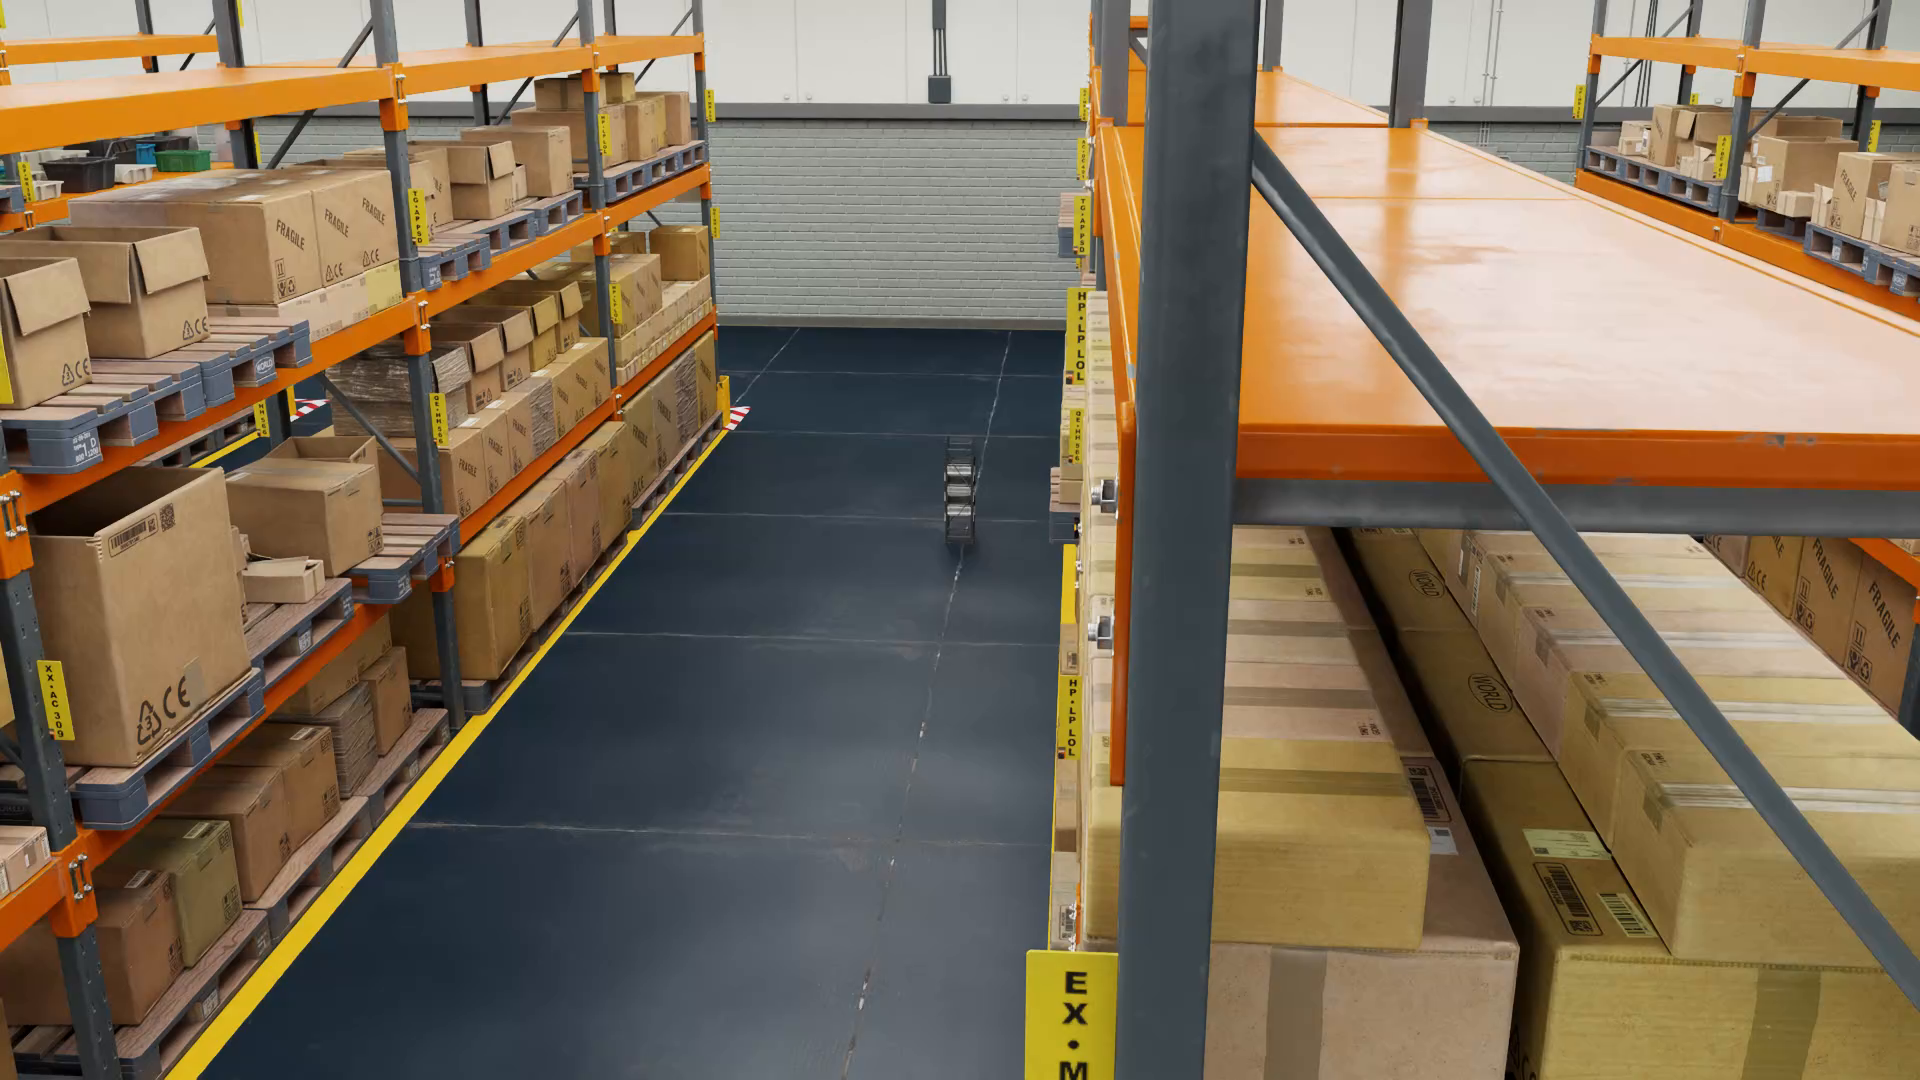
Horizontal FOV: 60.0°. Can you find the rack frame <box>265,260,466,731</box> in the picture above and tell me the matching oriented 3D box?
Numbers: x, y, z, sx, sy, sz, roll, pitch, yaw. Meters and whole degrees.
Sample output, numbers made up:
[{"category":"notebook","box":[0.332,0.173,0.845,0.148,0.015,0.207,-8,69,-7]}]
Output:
[{"category":"rack frame","box":[-3.708,-0.228,10.300,1.000,3.000,0.127,1,18,4]}]

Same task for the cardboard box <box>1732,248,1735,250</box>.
[{"category":"cardboard box","box":[6.802,-2.408,14.146,0.380,0.149,0.250,1,18,4]}]

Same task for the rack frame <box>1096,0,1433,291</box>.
[{"category":"rack frame","box":[0.945,-1.694,5.141,1.000,3.000,0.127,1,18,4]}]

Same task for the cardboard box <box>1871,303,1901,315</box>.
[{"category":"cardboard box","box":[6.651,-1.466,12.314,0.500,0.500,0.500,2,18,5]}]

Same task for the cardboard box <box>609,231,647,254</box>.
[{"category":"cardboard box","box":[-3.475,-2.840,16.833,0.500,0.500,0.500,1,18,3]}]

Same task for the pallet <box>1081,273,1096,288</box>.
[{"category":"pallet","box":[1.238,-1.220,8.815,1.213,0.211,1.003,2,18,6]}]

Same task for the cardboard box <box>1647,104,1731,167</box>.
[{"category":"cardboard box","box":[6.455,-3.588,14.744,0.500,0.500,0.500,2,18,5]}]

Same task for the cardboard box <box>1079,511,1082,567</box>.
[{"category":"cardboard box","box":[0.896,0.158,8.962,0.500,0.500,0.500,1,18,3]}]

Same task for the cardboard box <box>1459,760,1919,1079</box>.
[{"category":"cardboard box","box":[0.949,0.512,2.153,0.500,0.250,0.500,1,18,4]}]

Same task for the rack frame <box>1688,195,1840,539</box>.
[{"category":"rack frame","box":[6.463,-1.249,13.416,1.000,3.000,0.127,1,18,4]}]

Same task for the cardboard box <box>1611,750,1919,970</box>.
[{"category":"cardboard box","box":[0.999,0.371,1.945,0.380,0.149,0.250,1,18,5]}]

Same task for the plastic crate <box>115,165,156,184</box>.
[{"category":"plastic crate","box":[-7.976,-3.476,15.819,0.437,0.136,0.530,1,18,4]}]

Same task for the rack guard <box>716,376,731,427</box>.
[{"category":"rack guard","box":[-3.133,-1.532,18.295,1.175,0.500,0.348,1,18,4]}]

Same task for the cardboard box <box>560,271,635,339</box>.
[{"category":"cardboard box","box":[-3.132,-2.039,14.388,0.500,0.500,0.500,1,18,4]}]

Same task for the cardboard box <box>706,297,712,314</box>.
[{"category":"cardboard box","box":[-2.832,-2.475,17.562,0.380,0.149,0.250,2,18,5]}]

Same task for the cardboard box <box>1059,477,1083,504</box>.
[{"category":"cardboard box","box":[0.808,-0.329,10.339,0.380,0.149,0.250,2,18,5]}]

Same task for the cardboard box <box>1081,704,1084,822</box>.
[{"category":"cardboard box","box":[0.417,0.419,3.078,0.380,0.149,0.250,1,18,3]}]

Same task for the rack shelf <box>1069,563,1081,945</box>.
[{"category":"rack shelf","box":[1.088,0.878,8.083,1.077,0.370,4.000,1,18,4]}]

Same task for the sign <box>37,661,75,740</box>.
[{"category":"sign","box":[-3.453,0.613,6.344,0.100,0.325,0.005,1,18,4]}]

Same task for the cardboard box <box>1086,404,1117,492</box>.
[{"category":"cardboard box","box":[0.471,-0.197,3.678,0.380,0.149,0.250,1,18,4]}]

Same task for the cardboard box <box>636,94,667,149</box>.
[{"category":"cardboard box","box":[-3.279,-4.097,16.298,0.700,0.500,0.500,1,18,2]}]

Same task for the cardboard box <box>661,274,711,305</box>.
[{"category":"cardboard box","box":[-2.905,-2.626,17.382,0.500,0.250,0.500,1,18,3]}]

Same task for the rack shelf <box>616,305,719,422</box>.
[{"category":"rack shelf","box":[-3.278,-1.749,16.099,1.077,0.370,4.000,1,18,4]}]

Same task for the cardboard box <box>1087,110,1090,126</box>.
[{"category":"cardboard box","box":[1.408,-4.019,15.851,0.380,0.149,0.250,2,18,5]}]

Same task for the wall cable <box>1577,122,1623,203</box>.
[{"category":"wall cable","box":[8.546,-4.697,22.310,0.588,1.984,0.122,1,18,4]}]

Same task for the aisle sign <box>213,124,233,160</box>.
[{"category":"aisle sign","box":[-7.778,-4.074,17.864,0.394,0.787,0.004,1,18,4]}]

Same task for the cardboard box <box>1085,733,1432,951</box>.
[{"category":"cardboard box","box":[0.344,0.355,1.993,0.380,0.149,0.250,1,18,4]}]

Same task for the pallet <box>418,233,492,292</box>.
[{"category":"pallet","box":[-3.715,-1.764,10.476,1.213,0.211,1.003,2,18,6]}]

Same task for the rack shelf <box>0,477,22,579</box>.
[{"category":"rack shelf","box":[-4.139,0.552,4.258,1.077,0.370,4.000,1,18,4]}]

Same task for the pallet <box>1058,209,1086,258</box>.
[{"category":"pallet","box":[1.296,-2.152,11.659,1.213,0.211,1.003,1,18,4]}]

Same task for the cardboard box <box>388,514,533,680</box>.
[{"category":"cardboard box","box":[-3.638,0.369,11.218,1.225,0.875,0.875,0,18,1]}]

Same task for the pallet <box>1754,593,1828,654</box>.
[{"category":"pallet","box":[6.398,0.698,11.955,1.003,0.211,1.213,1,18,4]}]

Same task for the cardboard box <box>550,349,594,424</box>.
[{"category":"cardboard box","box":[-3.225,-1.212,13.146,0.500,0.500,0.500,2,18,6]}]

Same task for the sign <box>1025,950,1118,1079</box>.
[{"category":"sign","box":[0.118,0.574,1.741,0.100,0.325,0.005,1,18,4]}]

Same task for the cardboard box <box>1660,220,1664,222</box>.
[{"category":"cardboard box","box":[6.995,-3.045,16.089,0.380,0.149,0.250,1,18,3]}]

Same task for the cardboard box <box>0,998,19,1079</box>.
[{"category":"cardboard box","box":[-4.064,2.126,6.456,0.500,0.500,0.500,1,18,2]}]

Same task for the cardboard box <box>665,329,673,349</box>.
[{"category":"cardboard box","box":[-2.959,-1.919,15.866,0.380,0.149,0.250,1,18,2]}]

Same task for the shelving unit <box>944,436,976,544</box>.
[{"category":"shelving unit","box":[0.001,-0.430,14.291,0.258,0.900,0.210,1,18,4]}]

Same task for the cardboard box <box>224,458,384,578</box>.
[{"category":"cardboard box","box":[-3.648,-0.130,9.169,0.700,0.500,0.500,4,19,12]}]

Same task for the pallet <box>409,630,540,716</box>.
[{"category":"pallet","box":[-3.577,0.854,11.477,1.003,0.211,1.213,1,18,4]}]

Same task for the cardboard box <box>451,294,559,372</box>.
[{"category":"cardboard box","box":[-3.520,-1.583,12.664,0.797,0.503,0.637,1,18,5]}]

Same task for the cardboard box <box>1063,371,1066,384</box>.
[{"category":"cardboard box","box":[0.924,-1.093,11.715,0.380,0.149,0.250,2,18,6]}]

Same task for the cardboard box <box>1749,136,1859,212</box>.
[{"category":"cardboard box","box":[6.110,-2.654,12.053,0.500,0.500,0.500,1,18,3]}]

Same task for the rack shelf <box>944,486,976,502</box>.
[{"category":"rack shelf","box":[0.001,-0.398,14.301,0.258,0.077,0.200,1,18,4]}]

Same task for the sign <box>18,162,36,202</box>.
[{"category":"sign","box":[-7.813,-2.997,13.921,0.100,0.325,0.005,1,18,4]}]

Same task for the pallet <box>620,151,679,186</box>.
[{"category":"pallet","box":[-3.263,-3.485,15.566,1.003,0.211,1.213,1,18,4]}]

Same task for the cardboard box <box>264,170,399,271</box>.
[{"category":"cardboard box","box":[-3.493,-1.784,9.270,0.500,0.500,0.500,2,18,5]}]

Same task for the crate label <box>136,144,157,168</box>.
[{"category":"crate label","box":[-8.464,-3.898,16.924,0.408,0.251,0.502,1,18,4]}]

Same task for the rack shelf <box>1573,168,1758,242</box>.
[{"category":"rack shelf","box":[6.606,-2.953,14.957,1.077,0.370,4.000,1,18,4]}]

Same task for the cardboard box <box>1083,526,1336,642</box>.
[{"category":"cardboard box","box":[0.525,0.031,3.623,0.500,0.250,0.500,1,18,4]}]

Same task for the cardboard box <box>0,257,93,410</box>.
[{"category":"cardboard box","box":[-3.863,-0.803,6.399,0.797,0.503,0.637,0,18,1]}]

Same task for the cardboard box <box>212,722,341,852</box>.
[{"category":"cardboard box","box":[-3.797,1.309,8.920,0.700,0.500,0.500,3,18,9]}]
